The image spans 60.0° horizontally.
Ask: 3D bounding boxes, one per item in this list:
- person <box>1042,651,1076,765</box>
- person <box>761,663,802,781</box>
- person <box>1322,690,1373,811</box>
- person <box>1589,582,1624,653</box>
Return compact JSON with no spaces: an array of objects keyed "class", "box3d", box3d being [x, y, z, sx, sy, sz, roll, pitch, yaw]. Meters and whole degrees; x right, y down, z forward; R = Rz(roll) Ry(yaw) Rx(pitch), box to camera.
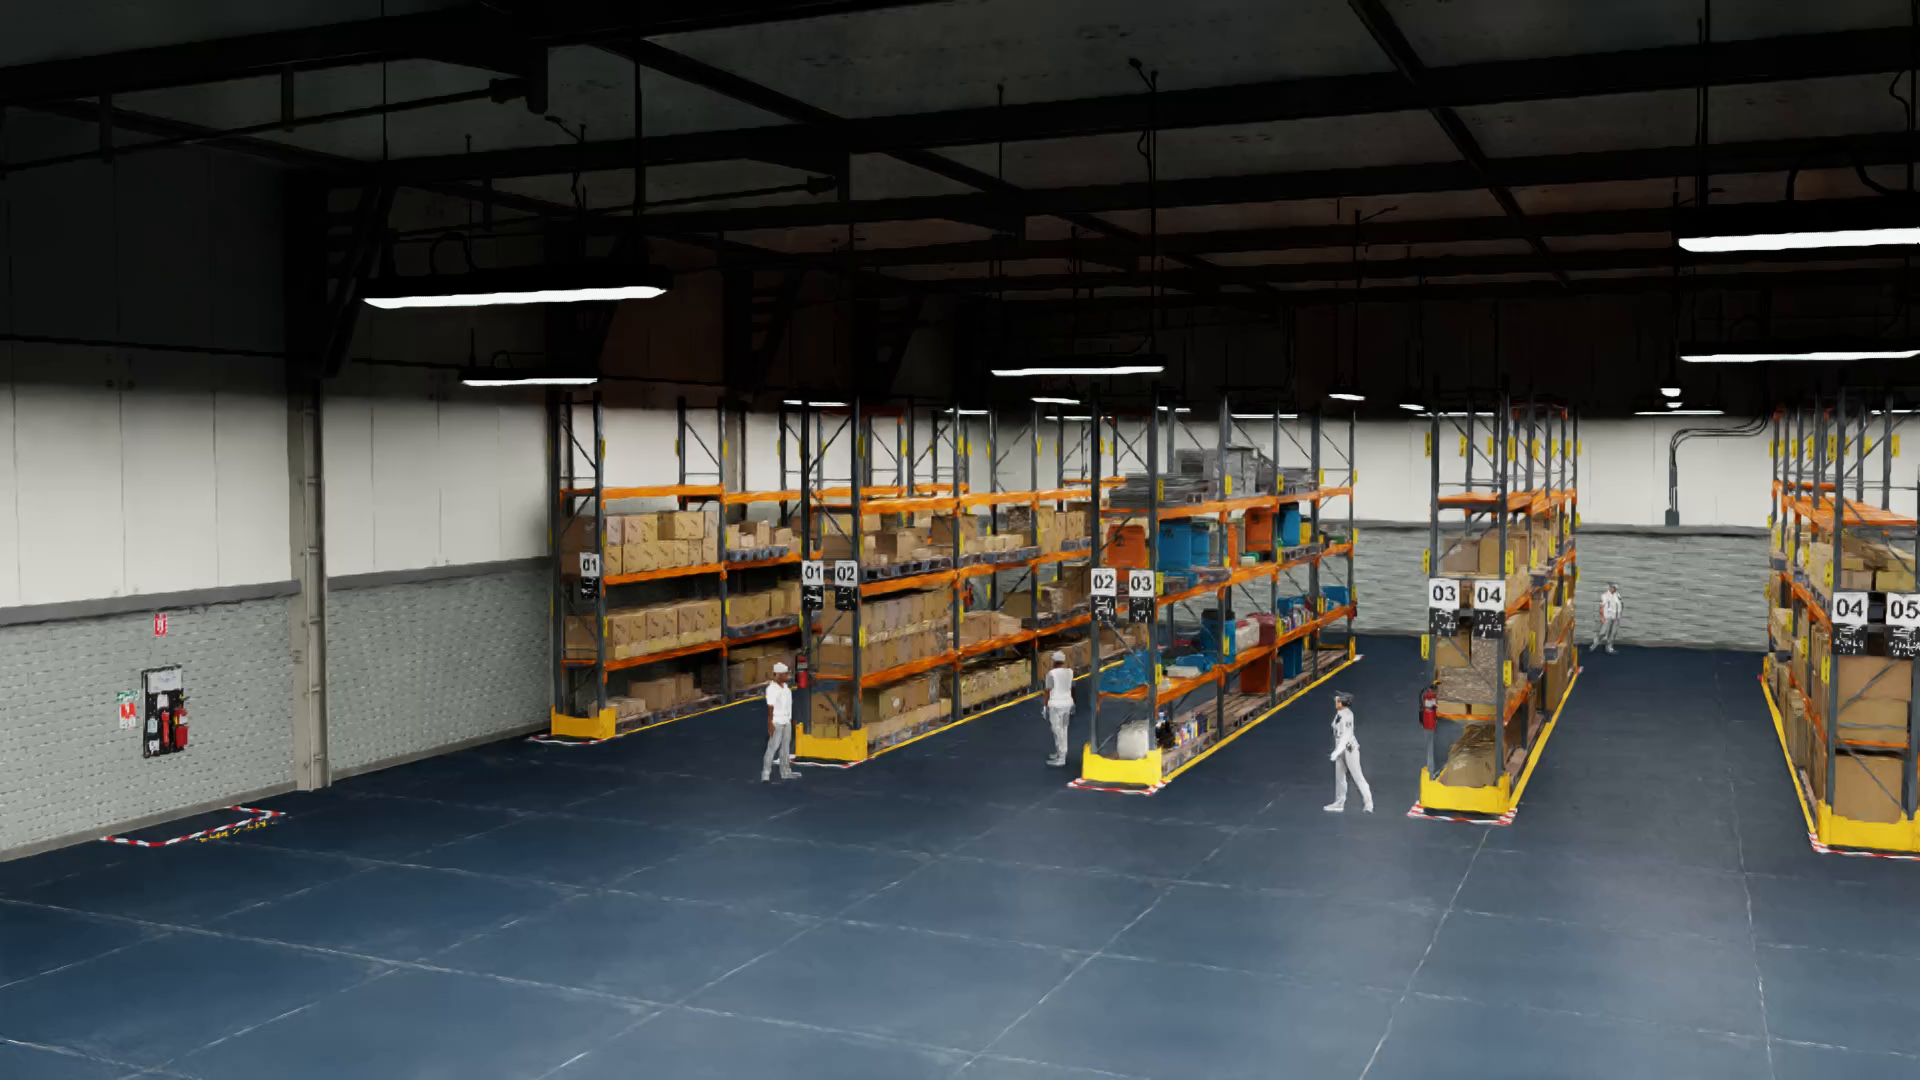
[{"class":"person","box3d":[1.560,2.637,26.383,0.672,1.782,0.589,-3,4,-43]},{"class":"person","box3d":[-2.704,2.729,25.059,0.500,1.765,0.737,1,3,17]},{"class":"person","box3d":[5.355,2.909,22.894,0.677,1.658,0.496,0,3,-5]},{"class":"person","box3d":[15.822,1.883,40.719,0.728,1.741,0.551,-1,3,-16]}]
